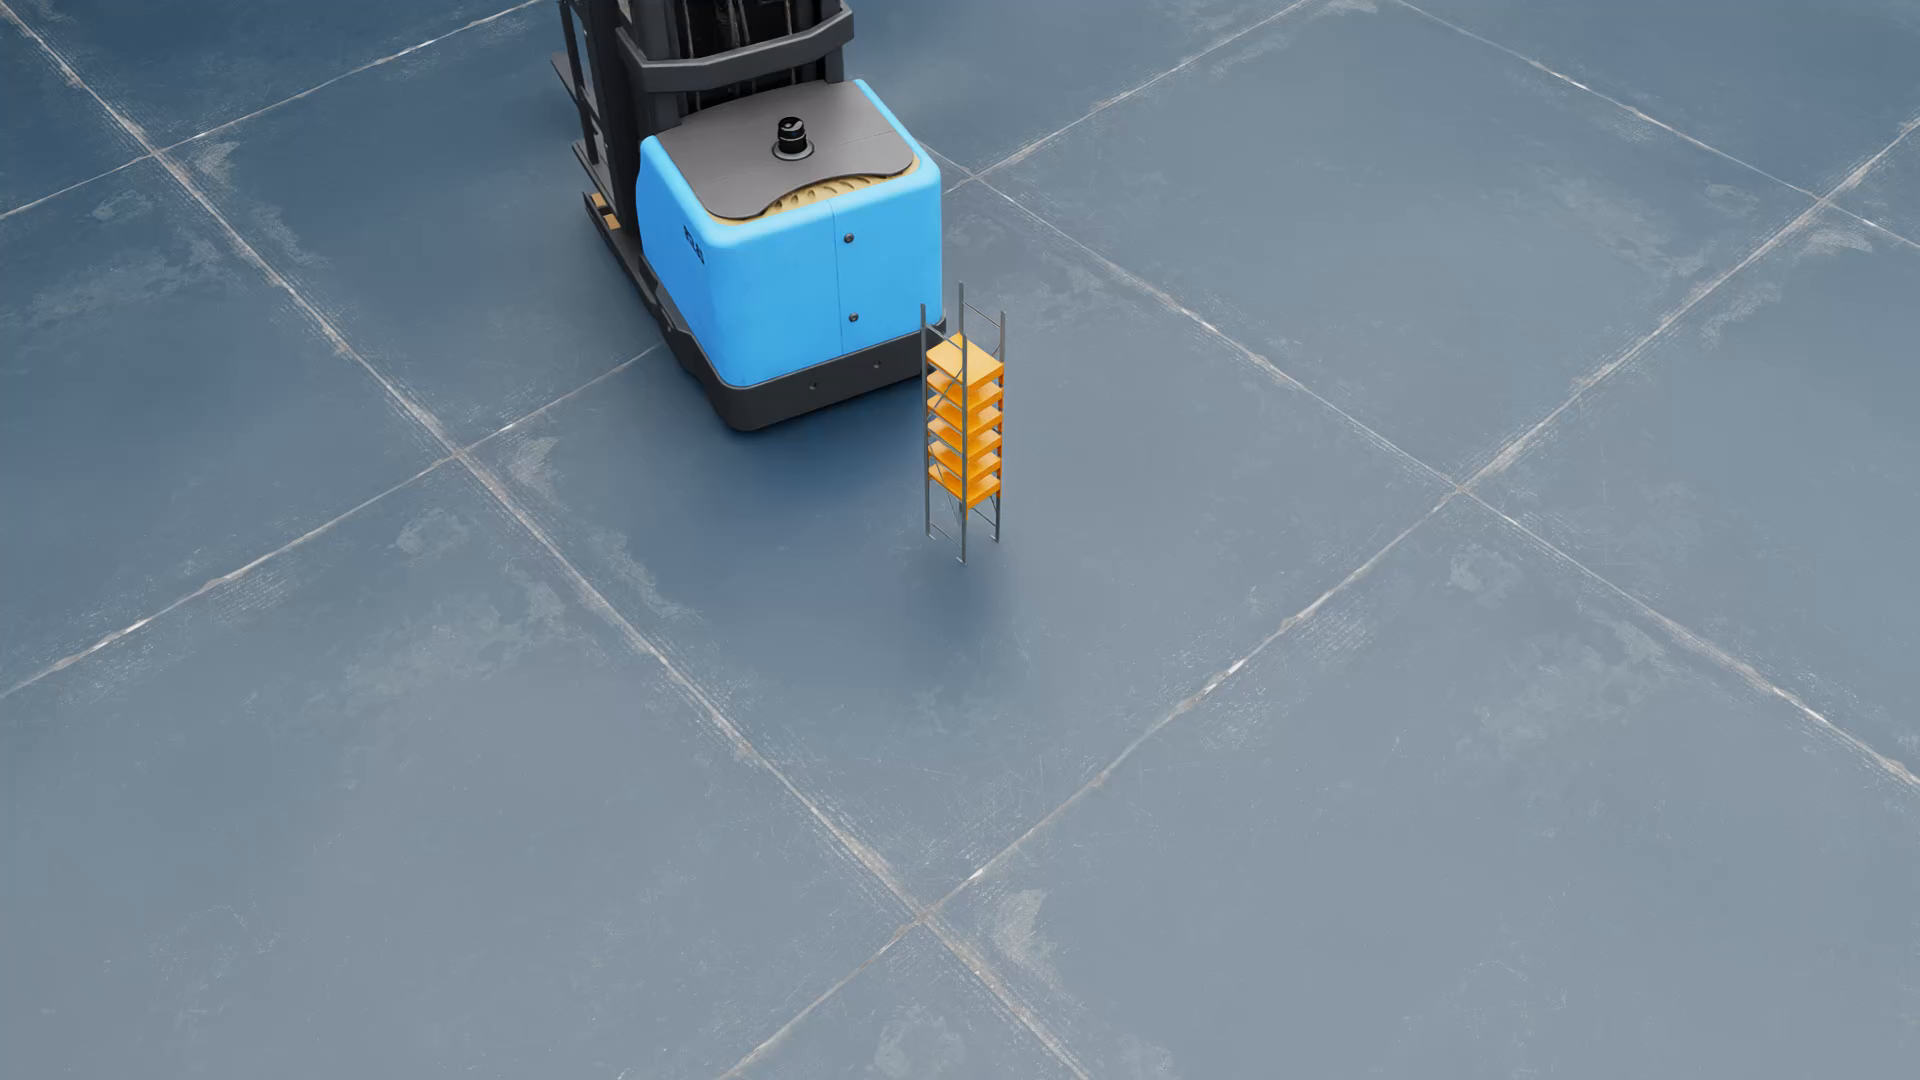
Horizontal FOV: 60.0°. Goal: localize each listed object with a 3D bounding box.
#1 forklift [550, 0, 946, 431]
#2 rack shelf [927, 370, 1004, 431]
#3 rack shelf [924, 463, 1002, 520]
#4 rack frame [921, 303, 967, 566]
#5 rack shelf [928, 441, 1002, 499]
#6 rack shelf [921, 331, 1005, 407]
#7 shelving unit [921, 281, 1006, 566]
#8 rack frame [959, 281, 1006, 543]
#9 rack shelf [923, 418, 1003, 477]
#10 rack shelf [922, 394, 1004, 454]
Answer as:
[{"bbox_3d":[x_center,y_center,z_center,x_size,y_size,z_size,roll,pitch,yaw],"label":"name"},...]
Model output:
[{"bbox_3d":[-1.183,-2.548,7.106,1.130,2.935,3.031,-21,51,-18],"label":"forklift"},{"bbox_3d":[0.011,-0.547,6.172,0.180,0.103,0.258,-34,56,-27],"label":"rack shelf"},{"bbox_3d":[0.011,-0.221,6.525,0.180,0.103,0.258,-34,56,-27],"label":"rack shelf"},{"bbox_3d":[-0.057,-0.369,6.274,0.006,1.200,0.240,-34,56,-27],"label":"rack frame"},{"bbox_3d":[0.011,-0.303,6.436,0.180,0.103,0.258,-34,56,-27],"label":"rack shelf"},{"bbox_3d":[0.011,-0.628,6.084,0.180,0.103,0.258,-34,56,-27],"label":"rack shelf"},{"bbox_3d":[0.011,-0.414,6.316,0.189,1.200,0.258,-34,56,-27],"label":"shelving unit"},{"bbox_3d":[0.078,-0.459,6.357,0.006,1.200,0.240,-34,56,-27],"label":"rack frame"},{"bbox_3d":[0.011,-0.384,6.348,0.180,0.103,0.258,-34,56,-27],"label":"rack shelf"},{"bbox_3d":[0.011,-0.465,6.260,0.180,0.103,0.258,-34,56,-27],"label":"rack shelf"}]
